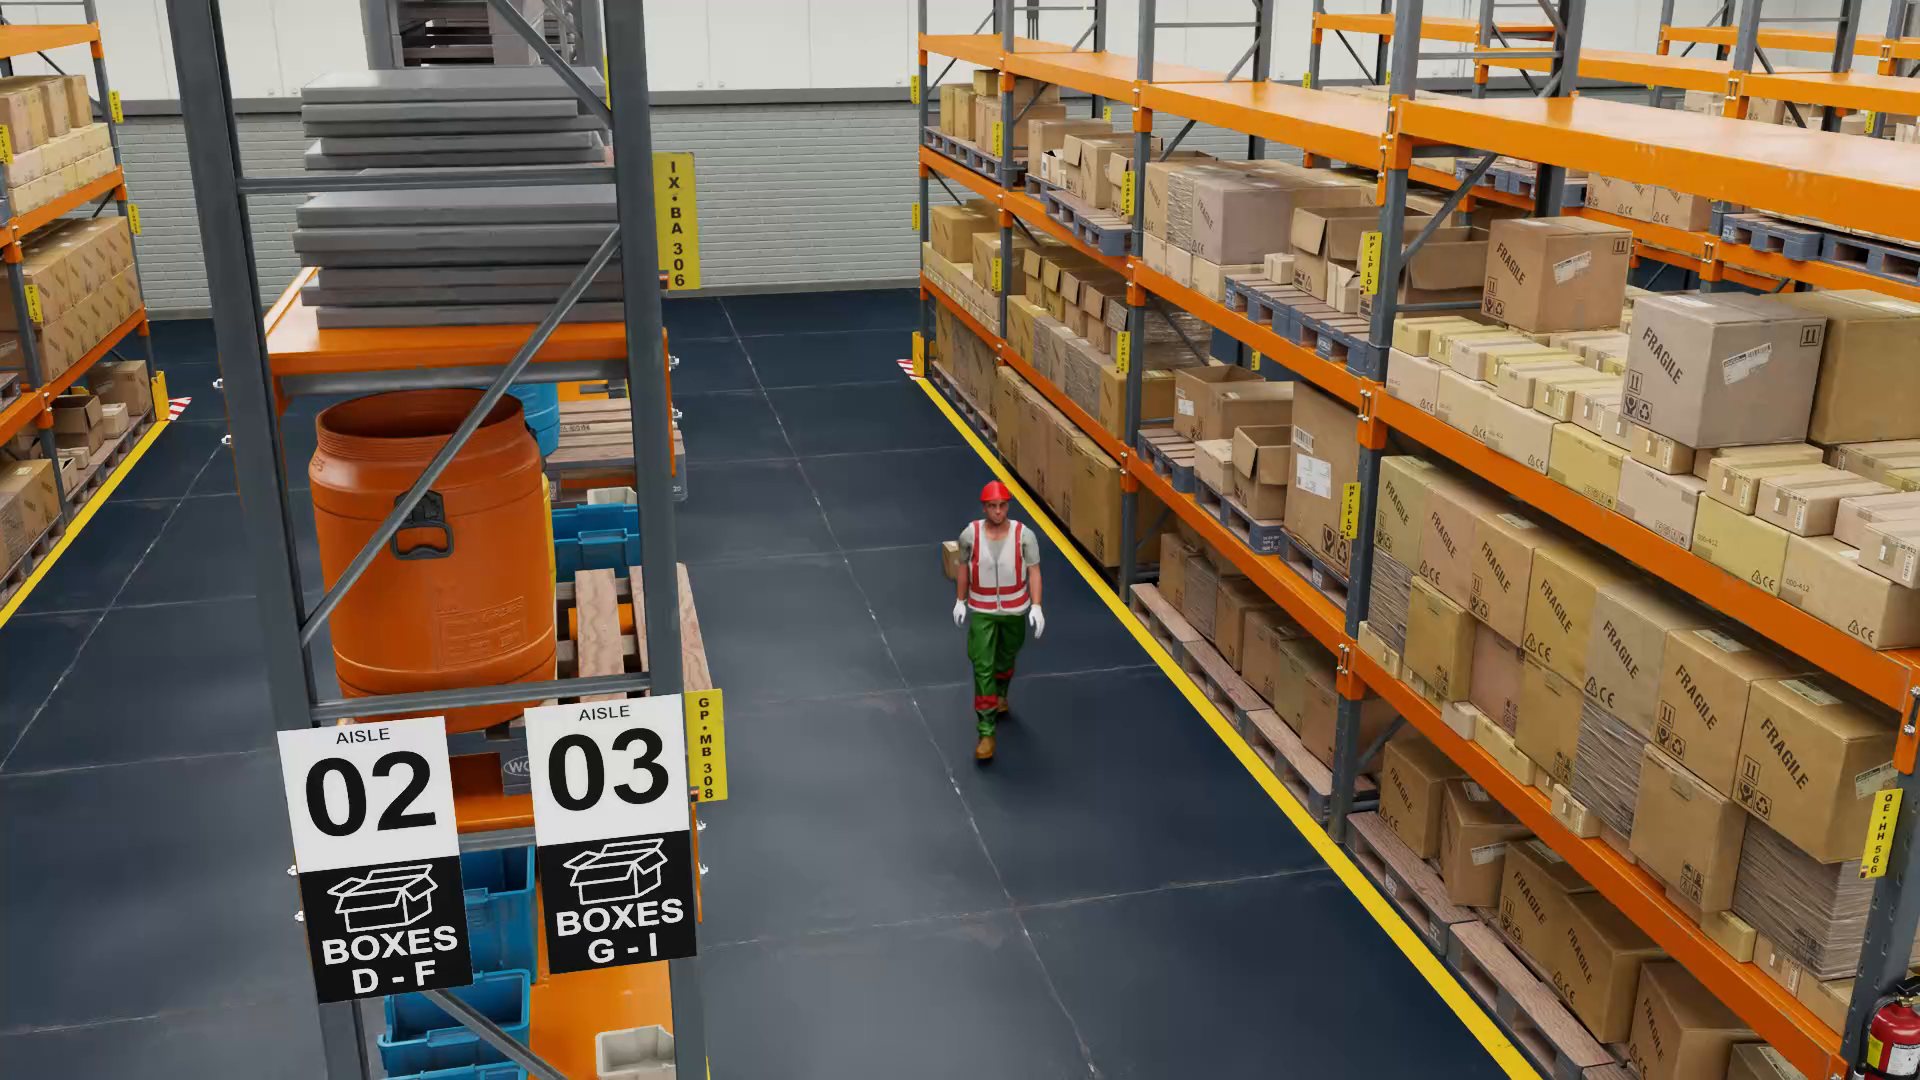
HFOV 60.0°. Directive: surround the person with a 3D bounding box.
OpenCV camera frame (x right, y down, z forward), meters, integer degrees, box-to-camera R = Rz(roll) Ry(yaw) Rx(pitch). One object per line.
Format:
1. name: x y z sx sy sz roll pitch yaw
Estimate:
1. person: 0.258 0.475 10.980 0.587 1.734 1.023 -1 19 -2
